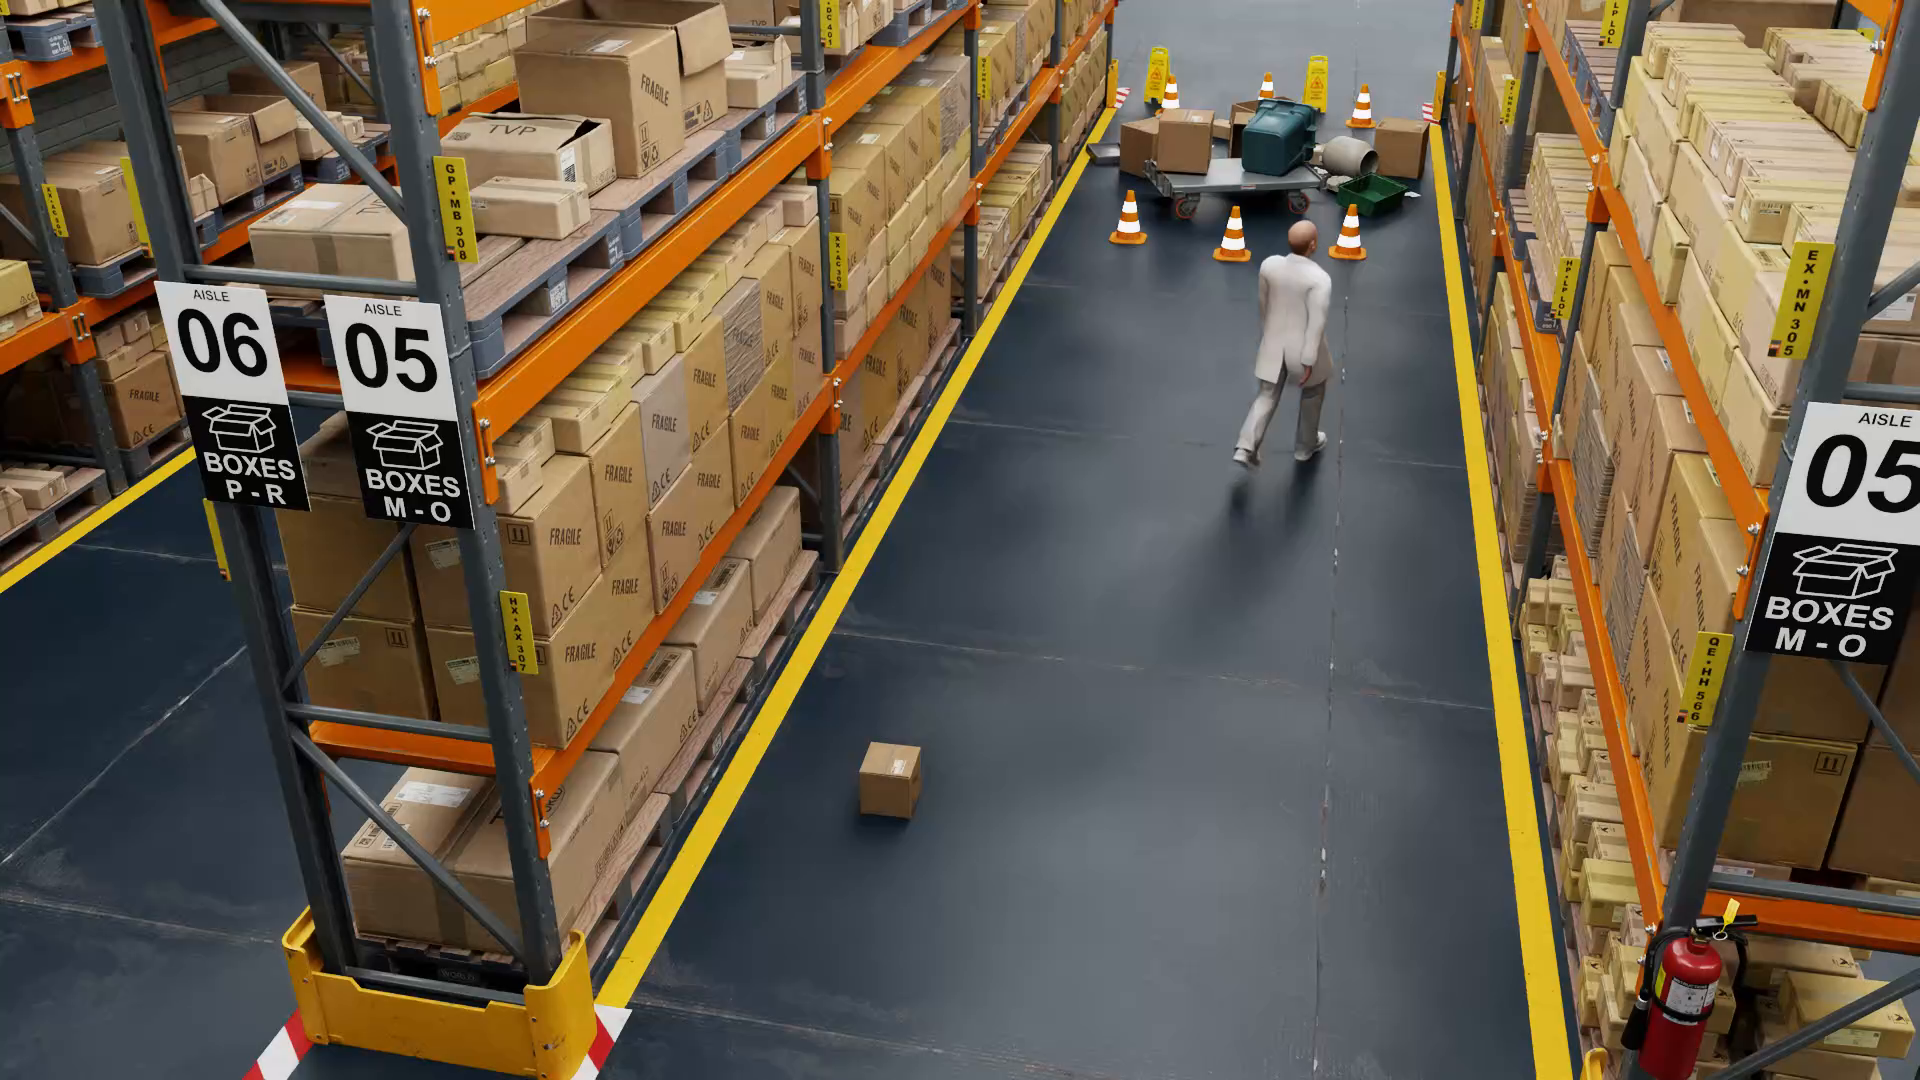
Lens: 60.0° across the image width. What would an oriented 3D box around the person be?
[{"bbox_3d":[2.181,-1.278,11.000,0.557,1.740,1.038,19,34,32],"label":"person"}]
